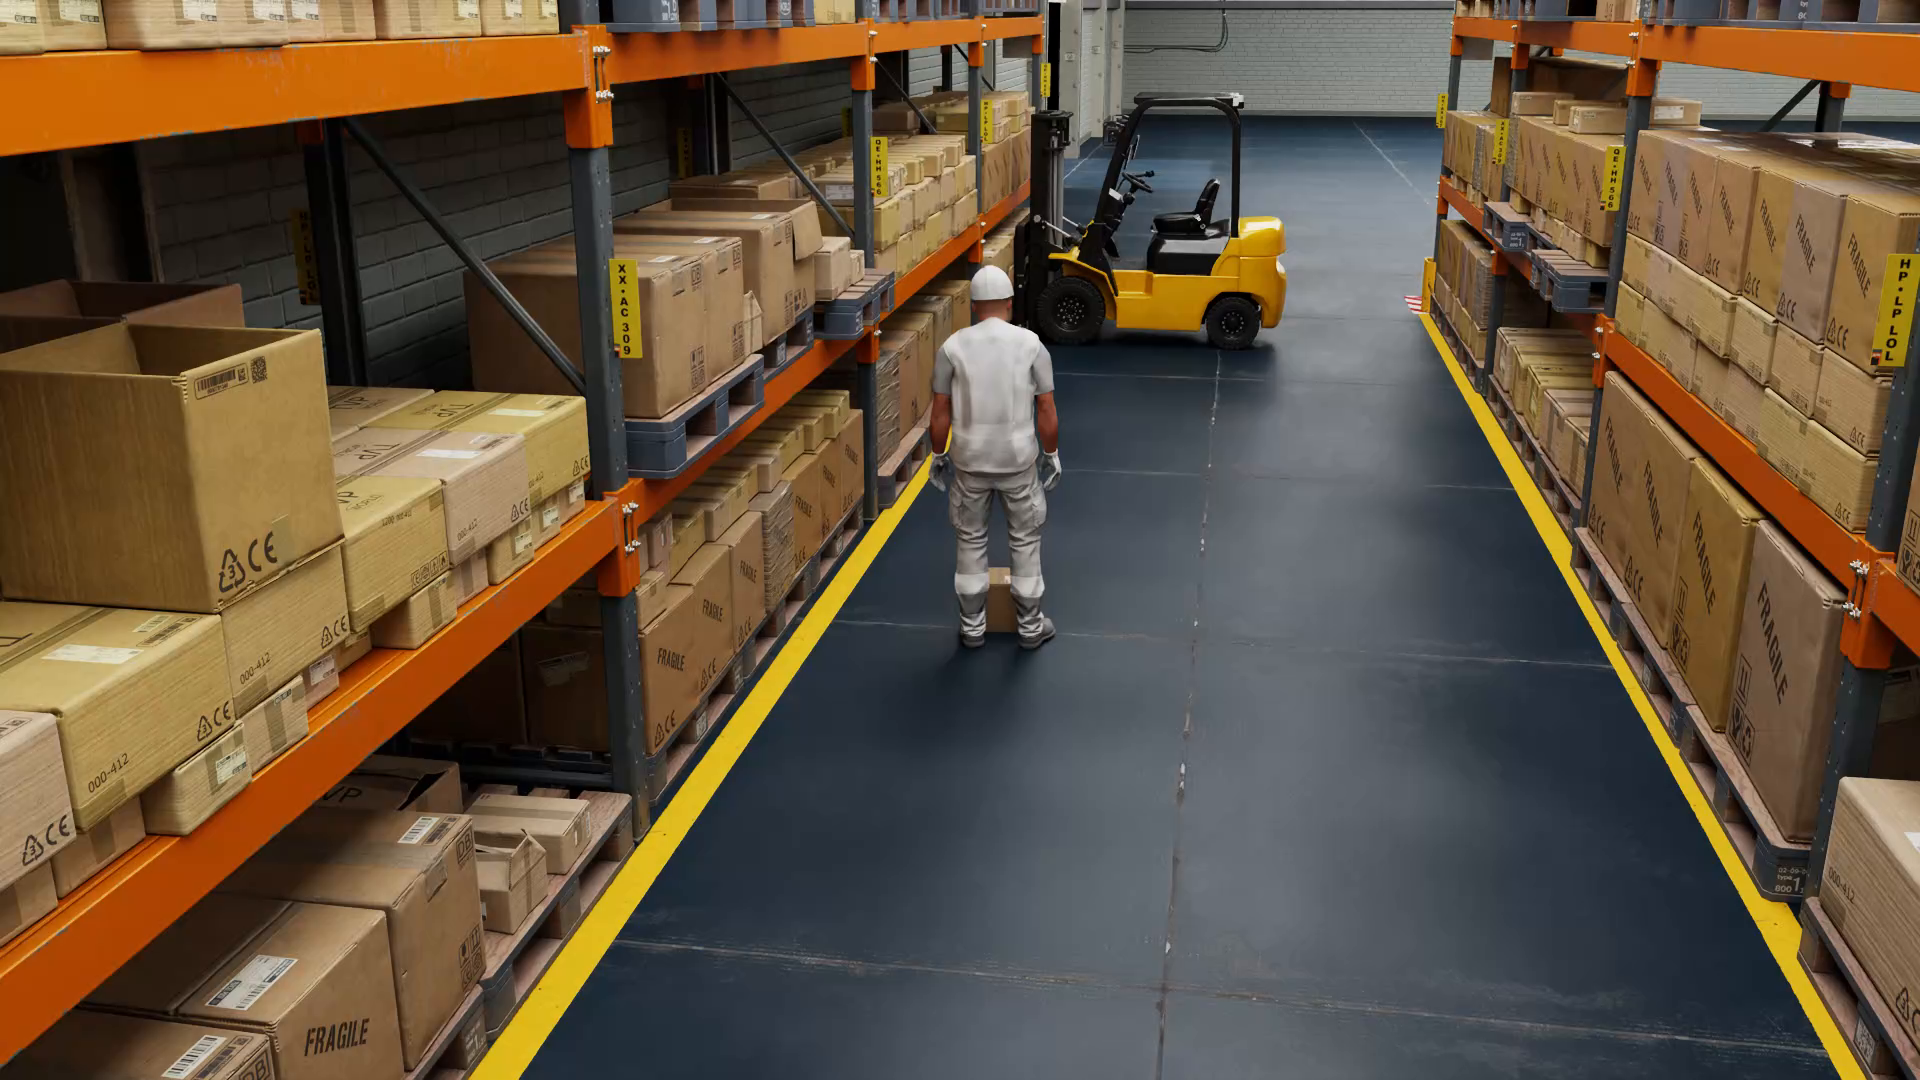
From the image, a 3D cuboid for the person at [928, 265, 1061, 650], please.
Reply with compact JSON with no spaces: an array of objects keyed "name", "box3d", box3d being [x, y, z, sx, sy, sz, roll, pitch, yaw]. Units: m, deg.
[{"name":"person","box3d":[0.160,-0.367,7.678,0.617,1.778,0.453,1,18,4]}]
